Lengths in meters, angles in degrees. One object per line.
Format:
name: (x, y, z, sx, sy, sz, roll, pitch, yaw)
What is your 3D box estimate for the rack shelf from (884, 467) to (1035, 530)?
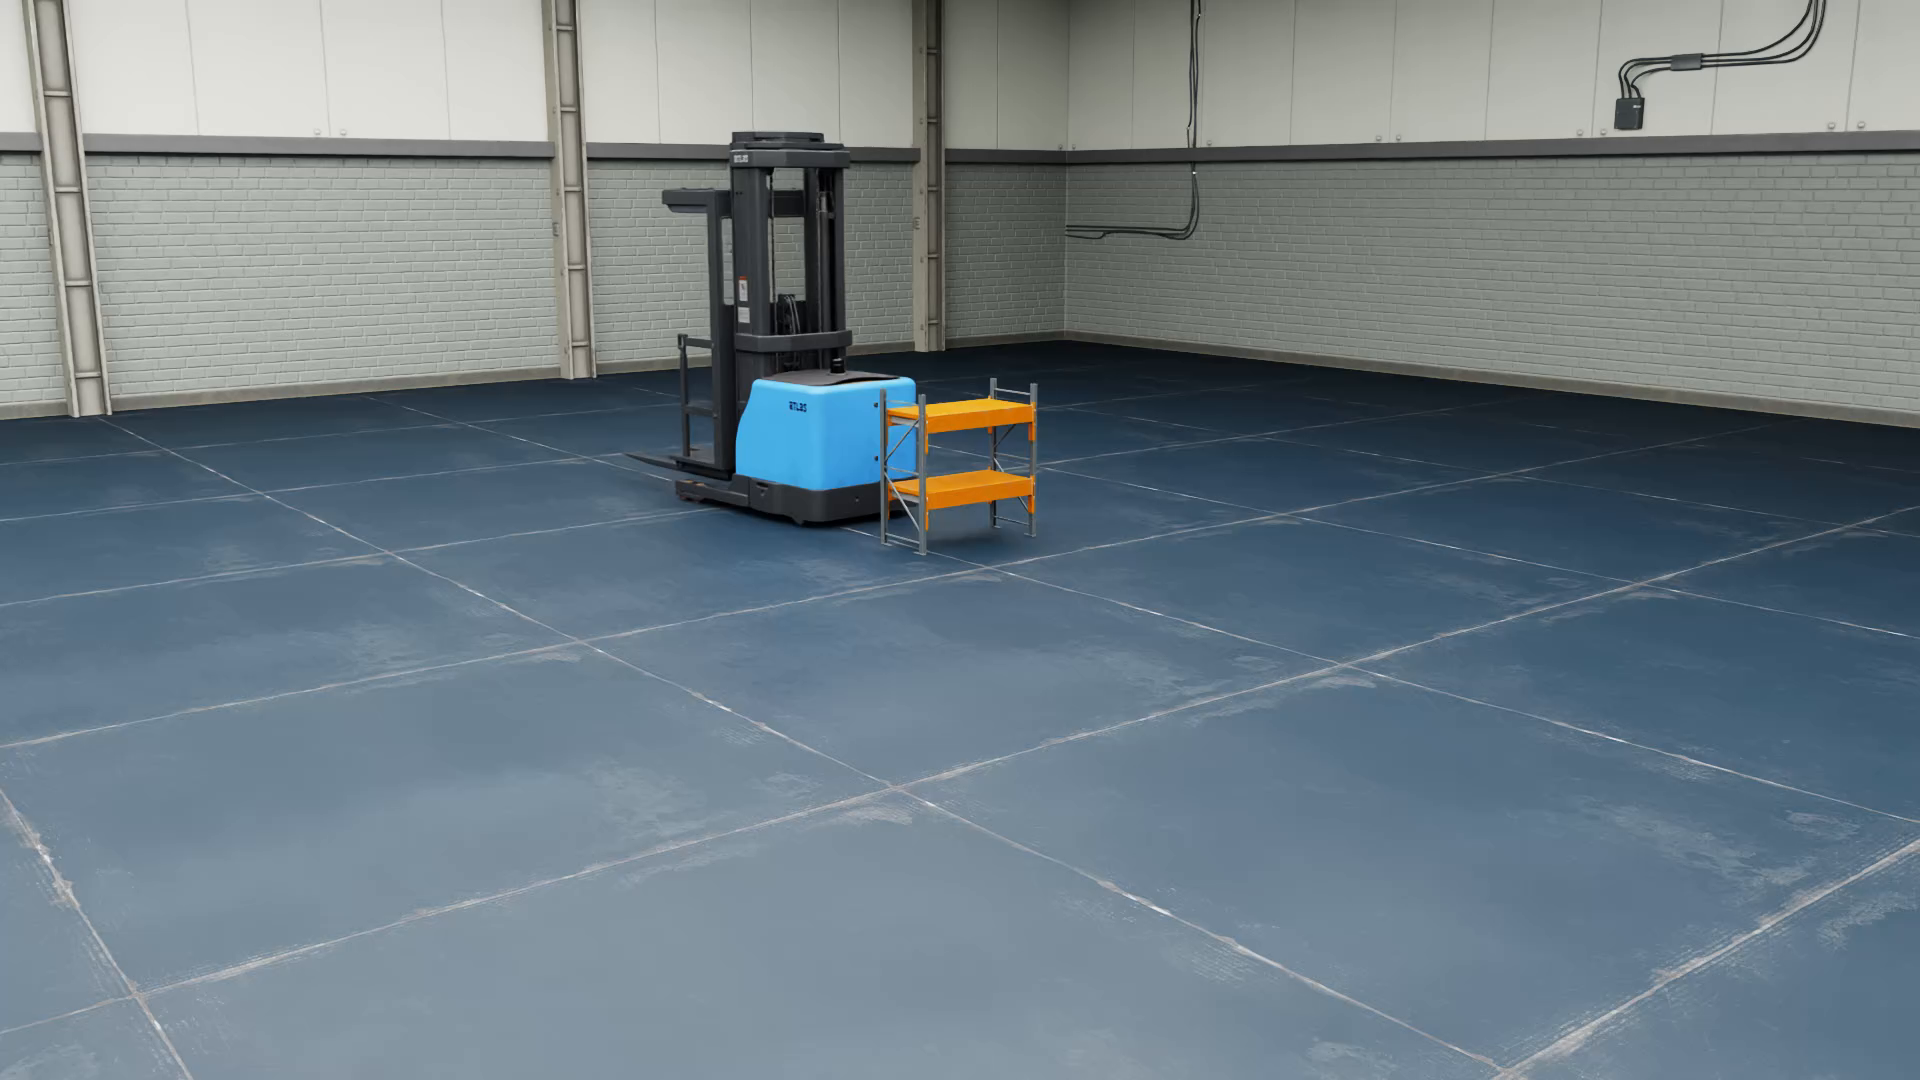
rack shelf: (-0.005, -0.310, 12.059, 1.000, 0.278, 0.538, -9, 15, -38)

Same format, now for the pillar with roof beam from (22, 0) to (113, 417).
pillar with roof beam: (-7.159, -5.126, 14.606, 0.400, 9.000, 9.100, -9, 15, -38)

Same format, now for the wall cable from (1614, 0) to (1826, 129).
wall cable: (8.566, -7.671, 18.403, 0.169, 6.003, 2.305, -9, 15, -38)

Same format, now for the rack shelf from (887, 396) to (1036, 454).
rack shelf: (-0.005, -0.836, 11.947, 1.000, 0.278, 0.538, -9, 15, -38)

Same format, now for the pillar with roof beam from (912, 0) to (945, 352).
pillar with roof beam: (2.211, -6.684, 21.939, 0.400, 9.000, 9.100, -9, 15, -38)

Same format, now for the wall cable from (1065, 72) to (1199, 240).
wall cable: (2.648, -6.031, 26.340, 0.112, 2.526, 3.097, -9, 15, -38)

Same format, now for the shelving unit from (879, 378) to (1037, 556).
shelving unit: (-0.005, -0.549, 12.008, 1.048, 1.125, 0.538, -9, 15, -38)

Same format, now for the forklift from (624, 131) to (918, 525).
forklift: (-1.693, -1.794, 13.520, 1.130, 2.935, 3.031, -11, 16, -41)

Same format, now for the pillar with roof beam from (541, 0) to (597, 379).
pillar with roof beam: (-2.474, -5.905, 18.273, 0.400, 9.000, 9.100, -9, 15, -38)

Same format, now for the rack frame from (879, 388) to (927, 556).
rack frame: (-0.402, -0.483, 11.697, 0.032, 1.125, 0.500, -9, 15, -38)

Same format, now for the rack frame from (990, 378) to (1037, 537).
rack frame: (0.392, -0.615, 12.318, 0.032, 1.125, 0.500, -9, 15, -38)

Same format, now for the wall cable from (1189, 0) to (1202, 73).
wall cable: (4.338, -8.062, 23.749, 0.112, 2.526, 3.097, -9, 15, -38)
